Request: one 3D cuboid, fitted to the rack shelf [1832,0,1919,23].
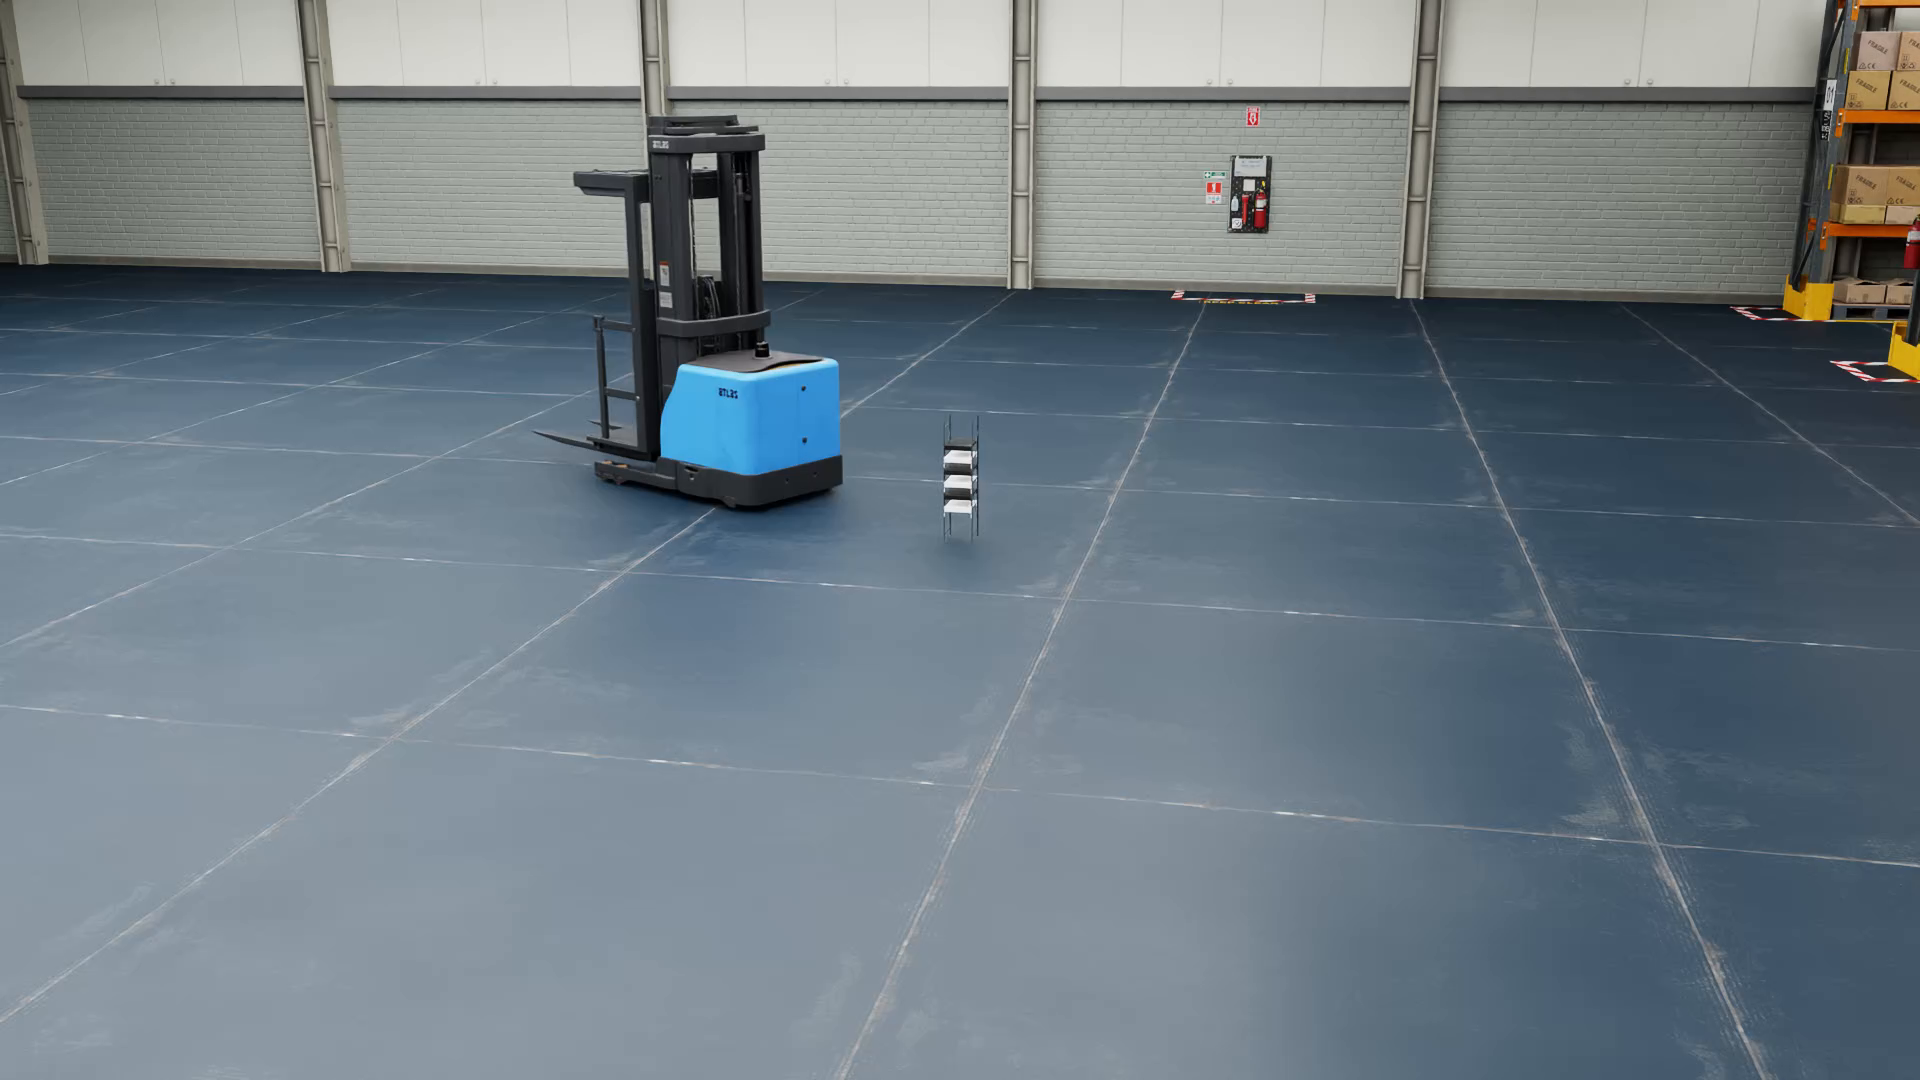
[{"bbox_3d":[13.831,-7.072,22.019,4.000,0.370,1.077,3,16,11],"label":"rack shelf"}]

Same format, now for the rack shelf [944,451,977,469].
[{"bbox_3d":[0.008,-0.575,11.831,0.200,0.077,0.258,3,16,11],"label":"rack shelf"}]

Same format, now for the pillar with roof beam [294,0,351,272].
[{"bbox_3d":[-11.647,-7.866,23.532,0.400,9.000,9.100,3,16,11],"label":"pillar with roof beam"}]

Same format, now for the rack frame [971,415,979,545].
[{"bbox_3d":[0.108,-0.428,11.851,0.006,0.900,0.240,3,16,11],"label":"rack frame"}]

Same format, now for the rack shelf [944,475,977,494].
[{"bbox_3d":[0.008,-0.401,11.879,0.200,0.077,0.258,3,16,11],"label":"rack shelf"}]

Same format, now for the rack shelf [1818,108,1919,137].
[{"bbox_3d":[13.831,-5.628,22.419,4.000,0.370,1.077,3,16,11],"label":"rack shelf"}]

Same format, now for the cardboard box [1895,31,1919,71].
[{"bbox_3d":[12.682,-6.497,22.110,0.500,0.500,0.500,3,16,10],"label":"cardboard box"}]

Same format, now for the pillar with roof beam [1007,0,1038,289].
[{"bbox_3d":[0.113,-7.228,21.228,0.400,9.000,9.100,3,16,11],"label":"pillar with roof beam"}]

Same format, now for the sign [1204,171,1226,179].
[{"bbox_3d":[3.918,-5.611,25.571,0.331,0.109,0.001,3,16,11],"label":"sign"}]

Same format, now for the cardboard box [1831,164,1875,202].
[{"bbox_3d":[12.376,-4.965,23.135,0.500,0.500,0.500,3,16,10],"label":"cardboard box"}]

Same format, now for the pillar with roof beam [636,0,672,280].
[{"bbox_3d":[-5.767,-7.547,22.380,0.400,9.000,9.100,3,16,11],"label":"pillar with roof beam"}]

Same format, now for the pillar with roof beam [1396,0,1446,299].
[{"bbox_3d":[5.992,-6.909,20.075,0.400,9.000,9.100,3,16,11],"label":"pillar with roof beam"}]

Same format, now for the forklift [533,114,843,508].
[{"bbox_3d":[-2.389,-1.959,13.575,3.031,2.935,1.130,13,20,39],"label":"forklift"}]

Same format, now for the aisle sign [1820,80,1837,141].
[{"bbox_3d":[11.741,-5.814,22.491,0.004,0.787,0.394,3,16,11],"label":"aisle sign"}]

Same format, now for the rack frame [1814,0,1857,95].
[{"bbox_3d":[11.872,-7.527,22.306,0.127,3.000,1.000,3,16,11],"label":"rack frame"}]

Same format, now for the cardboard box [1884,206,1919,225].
[{"bbox_3d":[12.798,-4.440,22.645,0.500,0.250,0.500,3,16,9],"label":"cardboard box"}]

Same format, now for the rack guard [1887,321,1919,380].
[{"bbox_3d":[10.864,-2.136,18.766,0.348,0.500,1.175,3,16,11],"label":"rack guard"}]

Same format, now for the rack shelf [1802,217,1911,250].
[{"bbox_3d":[13.831,-4.182,22.819,4.000,0.370,1.077,3,16,11],"label":"rack shelf"}]

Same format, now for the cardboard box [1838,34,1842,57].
[{"bbox_3d":[12.346,-6.666,22.721,0.500,0.500,0.500,4,16,14],"label":"cardboard box"}]

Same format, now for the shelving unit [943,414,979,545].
[{"bbox_3d":[0.008,-0.433,11.870,0.210,0.900,0.258,3,16,11],"label":"shelving unit"}]

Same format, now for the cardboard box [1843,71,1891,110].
[{"bbox_3d":[12.149,-6.056,22.390,0.500,0.500,0.500,4,16,13],"label":"cardboard box"}]

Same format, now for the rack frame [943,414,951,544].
[{"bbox_3d":[-0.092,-0.439,11.890,0.006,0.900,0.240,3,16,11],"label":"rack frame"}]

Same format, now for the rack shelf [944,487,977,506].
[{"bbox_3d":[0.008,-0.314,11.903,0.200,0.077,0.258,3,16,11],"label":"rack shelf"}]

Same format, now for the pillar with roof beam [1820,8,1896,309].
[{"bbox_3d":[11.872,-6.589,18.923,0.400,9.000,9.100,3,16,11],"label":"pillar with roof beam"}]

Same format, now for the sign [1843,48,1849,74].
[{"bbox_3d":[11.764,-6.360,22.078,0.005,0.325,0.100,3,16,11],"label":"sign"}]

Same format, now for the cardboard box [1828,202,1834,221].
[{"bbox_3d":[12.368,-4.599,23.218,0.500,0.250,0.500,3,16,12],"label":"cardboard box"}]

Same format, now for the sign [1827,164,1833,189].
[{"bbox_3d":[11.764,-4.911,22.479,0.005,0.325,0.100,3,16,11],"label":"sign"}]

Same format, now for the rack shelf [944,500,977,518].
[{"bbox_3d":[0.008,-0.228,11.927,0.200,0.077,0.258,3,16,11],"label":"rack shelf"}]

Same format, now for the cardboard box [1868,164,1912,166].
[{"bbox_3d":[12.867,-4.935,23.029,0.500,0.500,0.500,3,16,12],"label":"cardboard box"}]

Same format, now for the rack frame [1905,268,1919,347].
[{"bbox_3d":[10.888,-3.339,18.428,0.127,3.000,1.000,3,16,11],"label":"rack frame"}]

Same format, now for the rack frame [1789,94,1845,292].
[{"bbox_3d":[11.872,-4.635,23.107,0.127,3.000,1.000,3,16,11],"label":"rack frame"}]

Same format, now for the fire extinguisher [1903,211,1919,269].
[{"bbox_3d":[10.865,-3.430,18.900,0.183,0.674,0.296,3,16,11],"label":"fire extinguisher"}]

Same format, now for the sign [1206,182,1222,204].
[{"bbox_3d":[3.915,-5.359,25.651,0.234,0.329,0.001,3,16,11],"label":"sign"}]

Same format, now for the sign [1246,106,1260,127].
[{"bbox_3d":[4.448,-6.429,25.239,0.199,0.298,0.001,3,16,11],"label":"sign"}]

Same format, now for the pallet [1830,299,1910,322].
[{"bbox_3d":[12.735,-3.235,23.275,1.213,0.211,1.003,3,16,11],"label":"pallet"}]

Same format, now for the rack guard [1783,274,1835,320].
[{"bbox_3d":[11.946,-3.427,23.426,0.348,0.500,1.175,3,16,11],"label":"rack guard"}]

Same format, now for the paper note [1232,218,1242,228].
[{"bbox_3d":[4.276,-4.888,25.669,0.142,0.148,0.016,3,16,11],"label":"paper note"}]

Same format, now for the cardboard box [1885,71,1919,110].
[{"bbox_3d":[12.669,-6.018,22.254,0.500,0.500,0.500,4,16,15],"label":"cardboard box"}]

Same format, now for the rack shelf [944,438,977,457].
[{"bbox_3d":[0.008,-0.661,11.807,0.200,0.077,0.258,3,16,11],"label":"rack shelf"}]

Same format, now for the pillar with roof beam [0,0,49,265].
[{"bbox_3d":[-17.526,-8.185,24.684,0.400,9.000,9.100,3,16,11],"label":"pillar with roof beam"}]

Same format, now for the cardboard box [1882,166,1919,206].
[{"bbox_3d":[12.762,-4.801,22.545,0.500,0.500,0.500,3,16,11],"label":"cardboard box"}]

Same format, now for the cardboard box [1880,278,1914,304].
[{"bbox_3d":[13.090,-3.461,23.080,0.500,0.311,0.500,4,16,16],"label":"cardboard box"}]

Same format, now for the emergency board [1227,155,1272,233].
[{"bbox_3d":[4.436,-5.285,25.452,0.643,1.169,0.194,3,16,11],"label":"emergency board"}]

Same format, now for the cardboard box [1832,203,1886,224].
[{"bbox_3d":[12.286,-4.464,22.731,0.500,0.250,0.500,3,16,9],"label":"cardboard box"}]

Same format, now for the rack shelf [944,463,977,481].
[{"bbox_3d":[0.008,-0.488,11.855,0.200,0.077,0.258,3,16,11],"label":"rack shelf"}]

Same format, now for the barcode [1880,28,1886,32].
[{"bbox_3d":[12.667,-6.993,22.816,0.075,0.075,0.001,3,16,11],"label":"barcode"}]

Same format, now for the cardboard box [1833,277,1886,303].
[{"bbox_3d":[12.532,-3.491,23.189,0.500,0.311,0.500,1,16,5],"label":"cardboard box"}]

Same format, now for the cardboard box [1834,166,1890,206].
[{"bbox_3d":[12.279,-4.830,22.649,0.500,0.500,0.500,3,16,11],"label":"cardboard box"}]

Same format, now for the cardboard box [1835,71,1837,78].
[{"bbox_3d":[12.331,-6.183,22.850,0.500,0.500,0.500,4,16,15],"label":"cardboard box"}]

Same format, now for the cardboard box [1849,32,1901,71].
[{"bbox_3d":[12.201,-6.537,22.254,0.500,0.500,0.500,2,16,7],"label":"cardboard box"}]
